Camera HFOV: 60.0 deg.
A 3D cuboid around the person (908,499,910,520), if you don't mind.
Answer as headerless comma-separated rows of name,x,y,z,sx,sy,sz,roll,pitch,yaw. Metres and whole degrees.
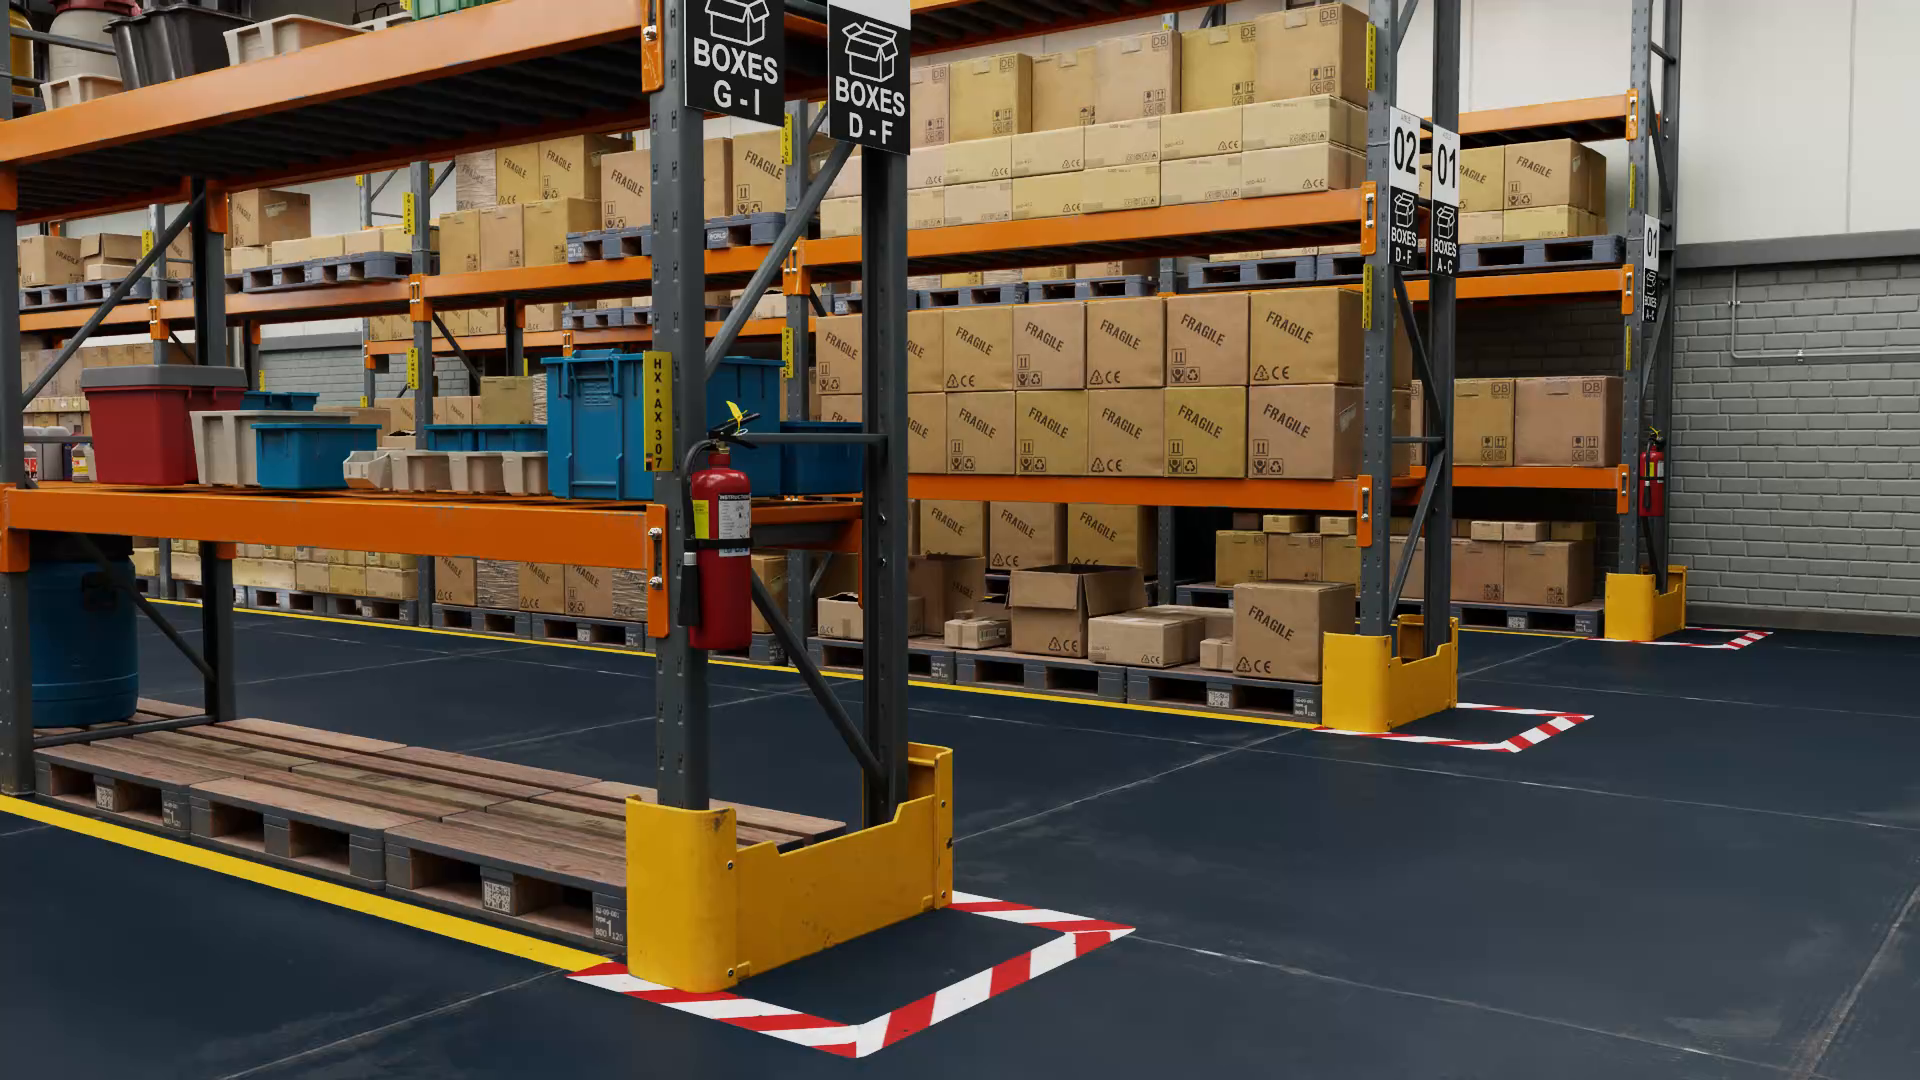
person,-0.674,-0.234,15.577,0.439,1.616,0.350,-1,3,-8
